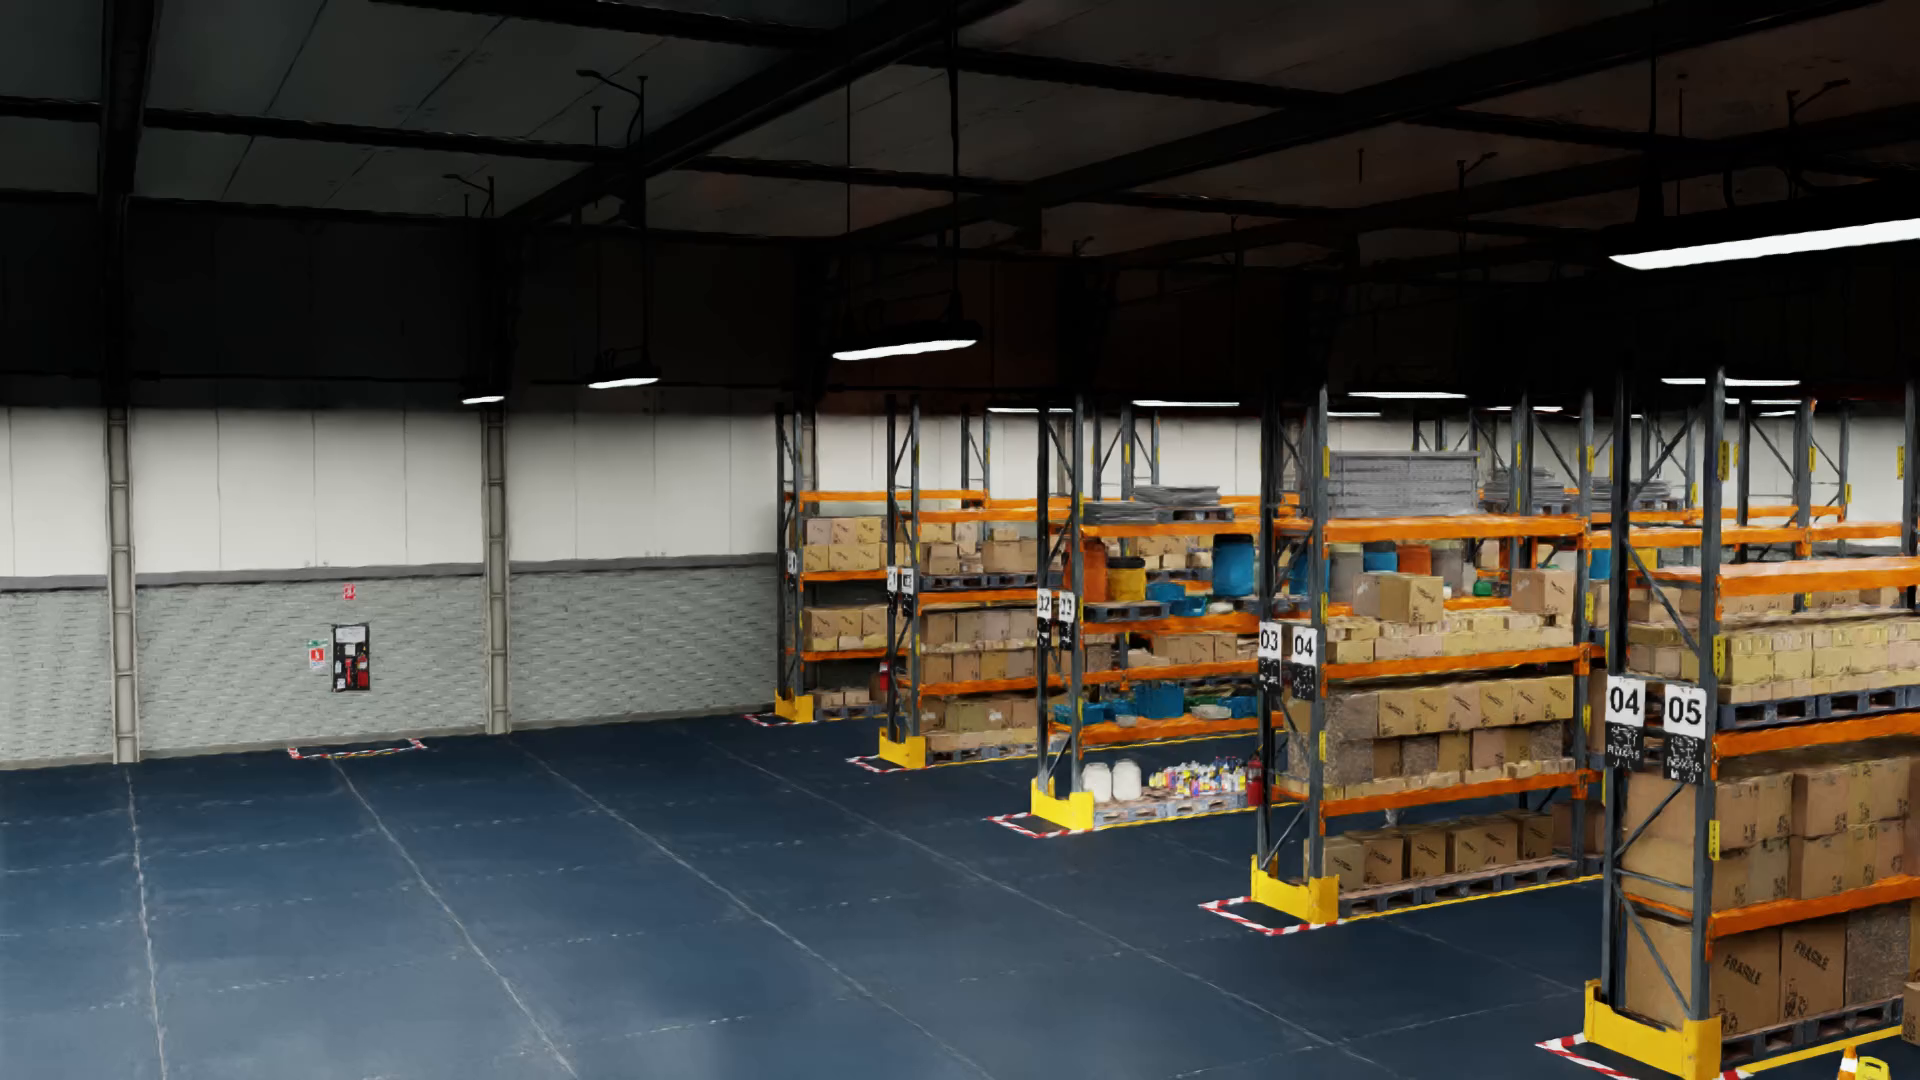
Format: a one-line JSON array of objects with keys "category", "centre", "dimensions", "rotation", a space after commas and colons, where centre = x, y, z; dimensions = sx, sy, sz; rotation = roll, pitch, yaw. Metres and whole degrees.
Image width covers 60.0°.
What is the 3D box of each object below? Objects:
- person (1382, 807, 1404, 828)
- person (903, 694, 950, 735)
[{"category": "person", "centre": [5.908, 3.019, 22.676], "dimensions": [0.698, 1.729, 0.670], "rotation": [-2, 4, -35]}, {"category": "person", "centre": [-0.415, 2.650, 29.244], "dimensions": [1.119, 1.700, 0.543], "rotation": [-2, 4, -30]}]
